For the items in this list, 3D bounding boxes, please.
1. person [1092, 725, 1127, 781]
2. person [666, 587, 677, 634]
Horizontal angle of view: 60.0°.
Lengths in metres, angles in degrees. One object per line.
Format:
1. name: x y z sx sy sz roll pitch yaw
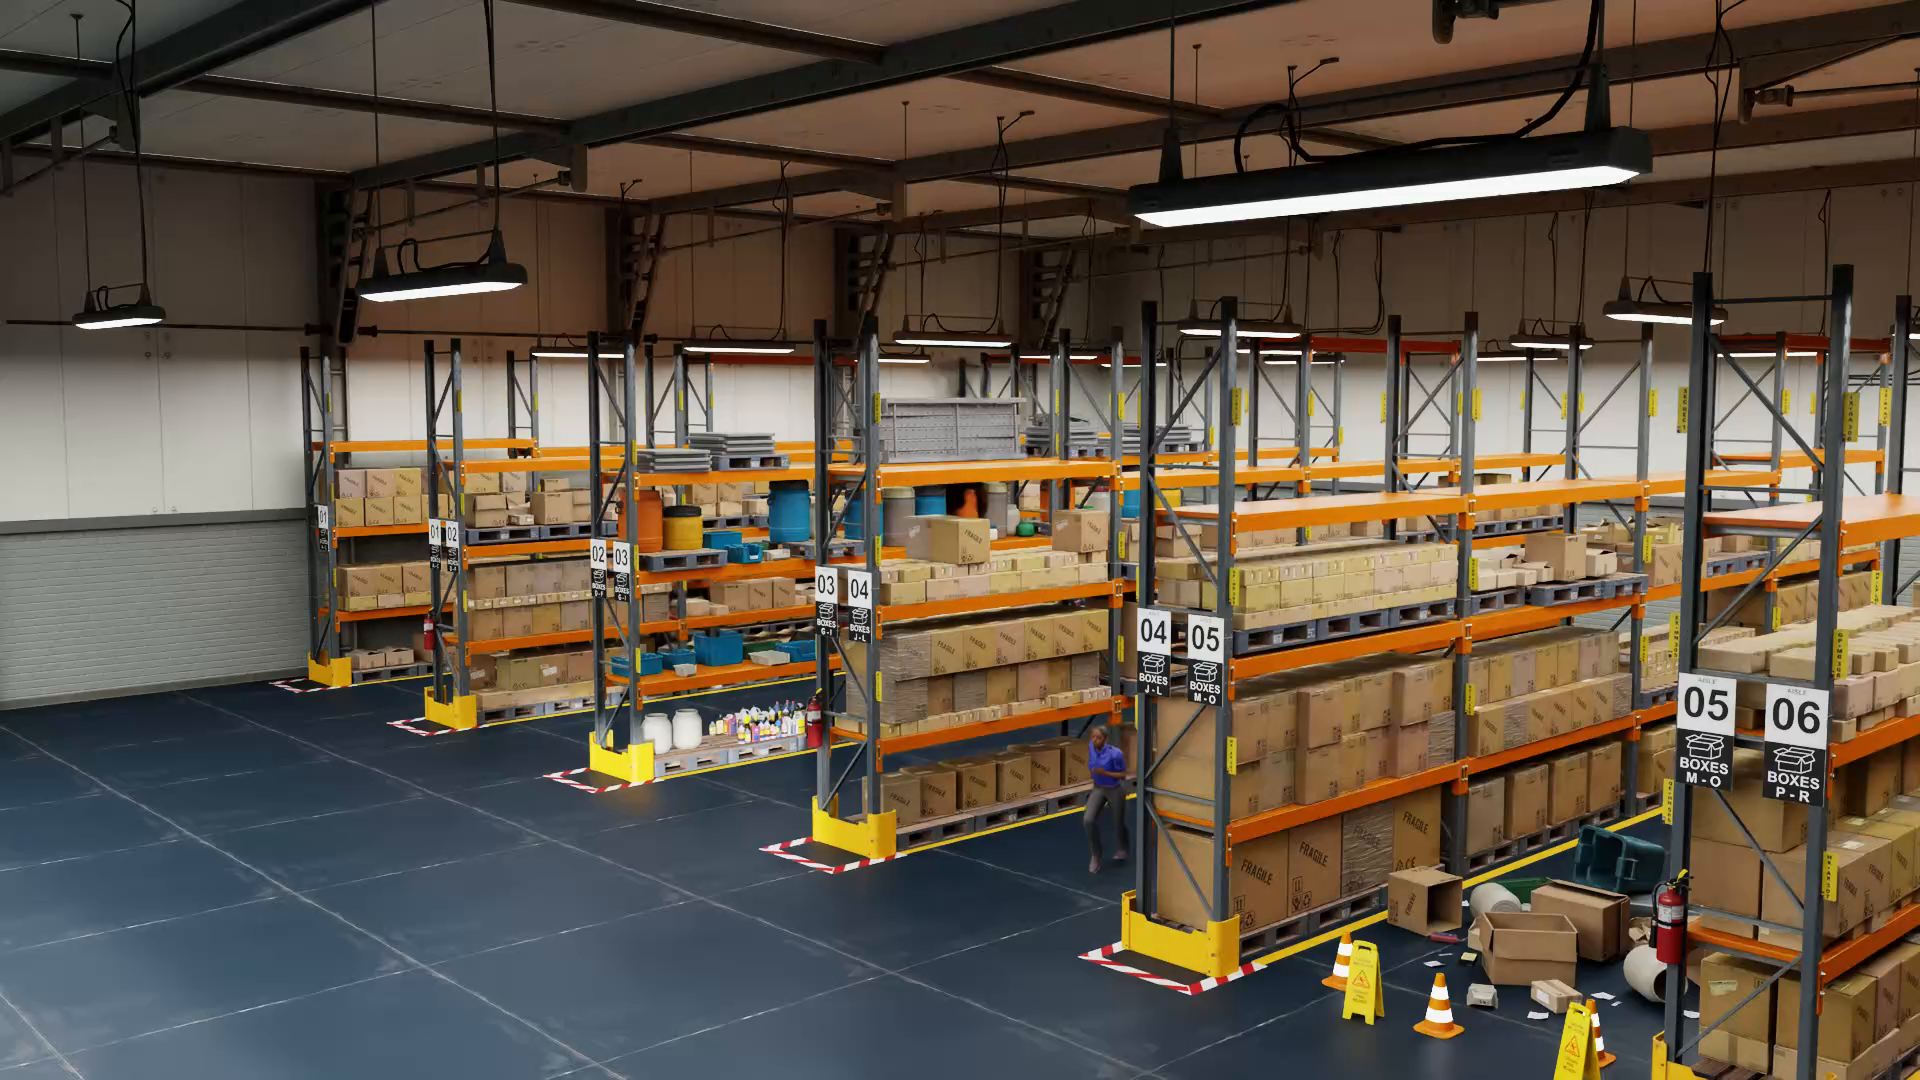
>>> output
1. person: 1.543 2.342 17.868 0.568 0.736 0.628 3 6 30
2. person: -5.579 1.539 31.195 0.689 1.851 0.880 5 7 44
